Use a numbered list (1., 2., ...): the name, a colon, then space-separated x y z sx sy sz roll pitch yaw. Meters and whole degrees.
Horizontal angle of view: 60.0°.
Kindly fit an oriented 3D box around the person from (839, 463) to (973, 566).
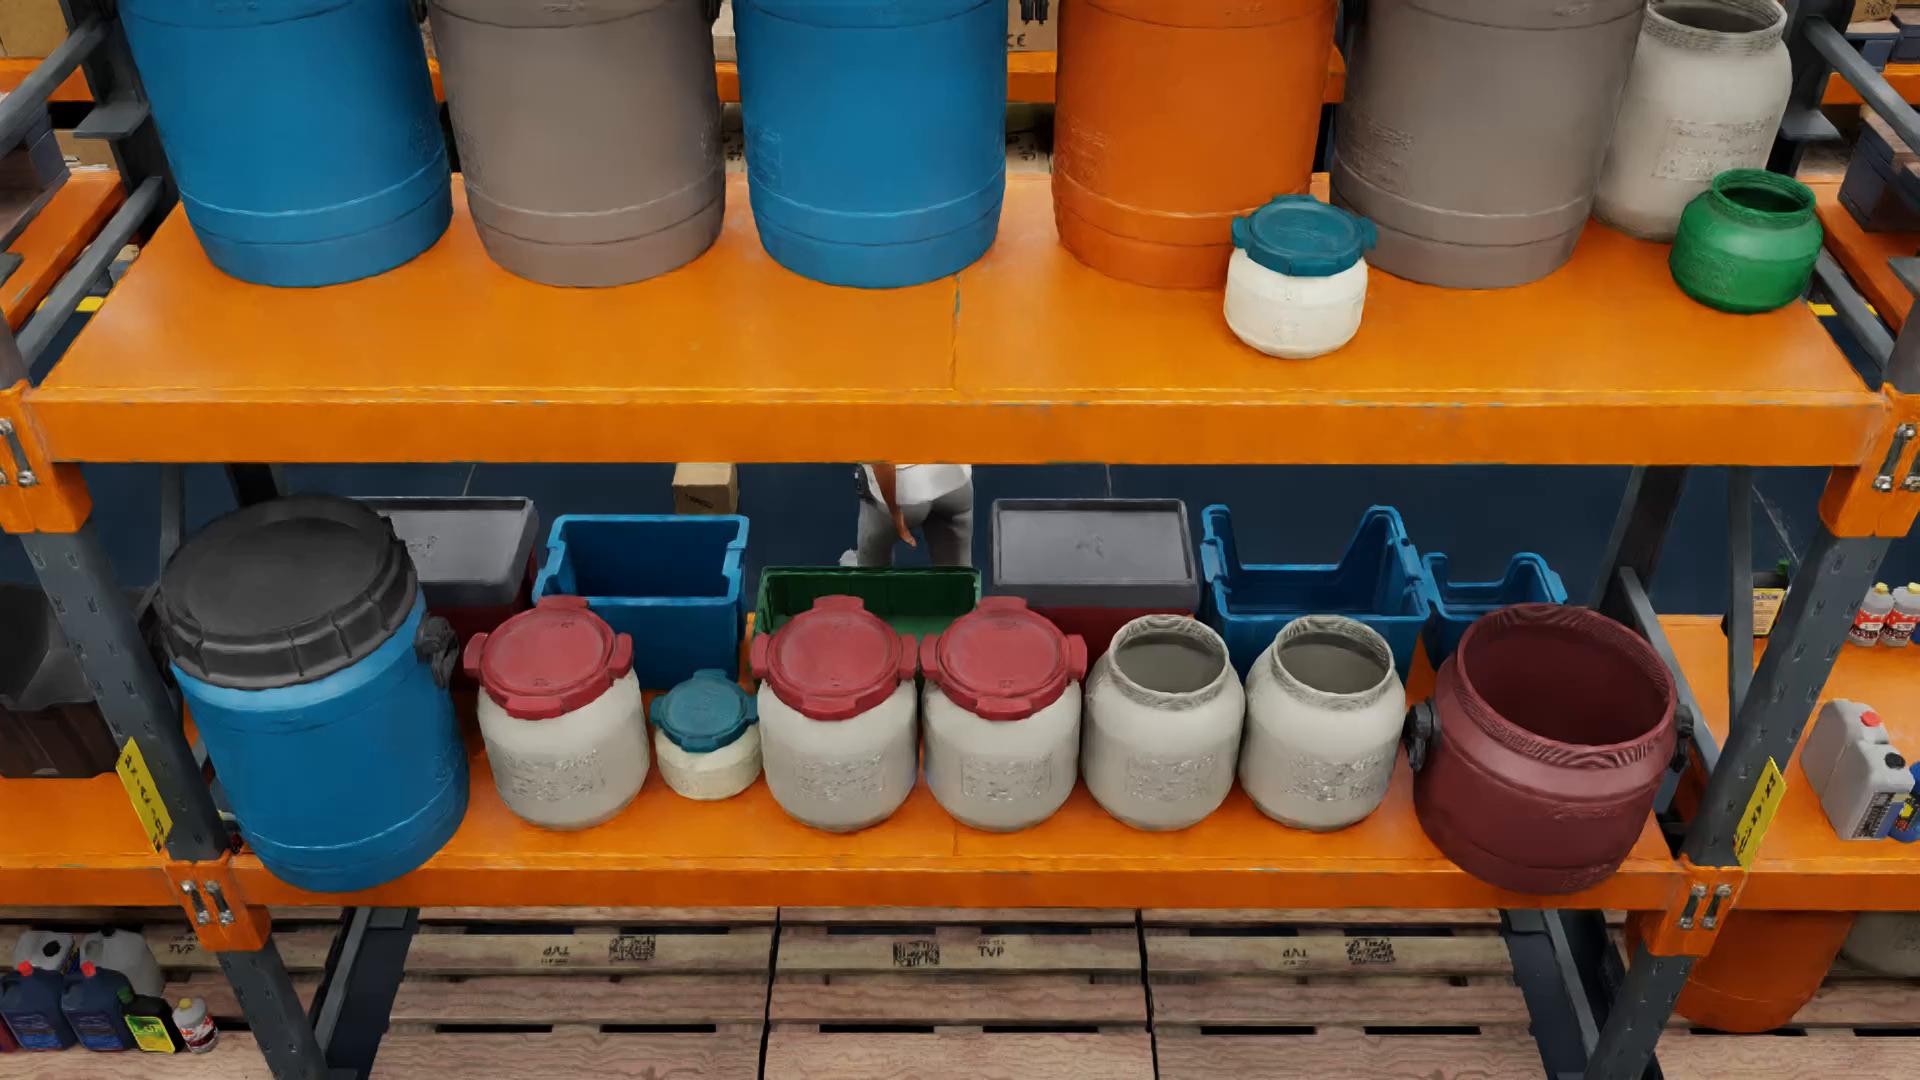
1. person: -0.208 -0.251 6.450 0.468 1.623 0.958 -21 44 -23
